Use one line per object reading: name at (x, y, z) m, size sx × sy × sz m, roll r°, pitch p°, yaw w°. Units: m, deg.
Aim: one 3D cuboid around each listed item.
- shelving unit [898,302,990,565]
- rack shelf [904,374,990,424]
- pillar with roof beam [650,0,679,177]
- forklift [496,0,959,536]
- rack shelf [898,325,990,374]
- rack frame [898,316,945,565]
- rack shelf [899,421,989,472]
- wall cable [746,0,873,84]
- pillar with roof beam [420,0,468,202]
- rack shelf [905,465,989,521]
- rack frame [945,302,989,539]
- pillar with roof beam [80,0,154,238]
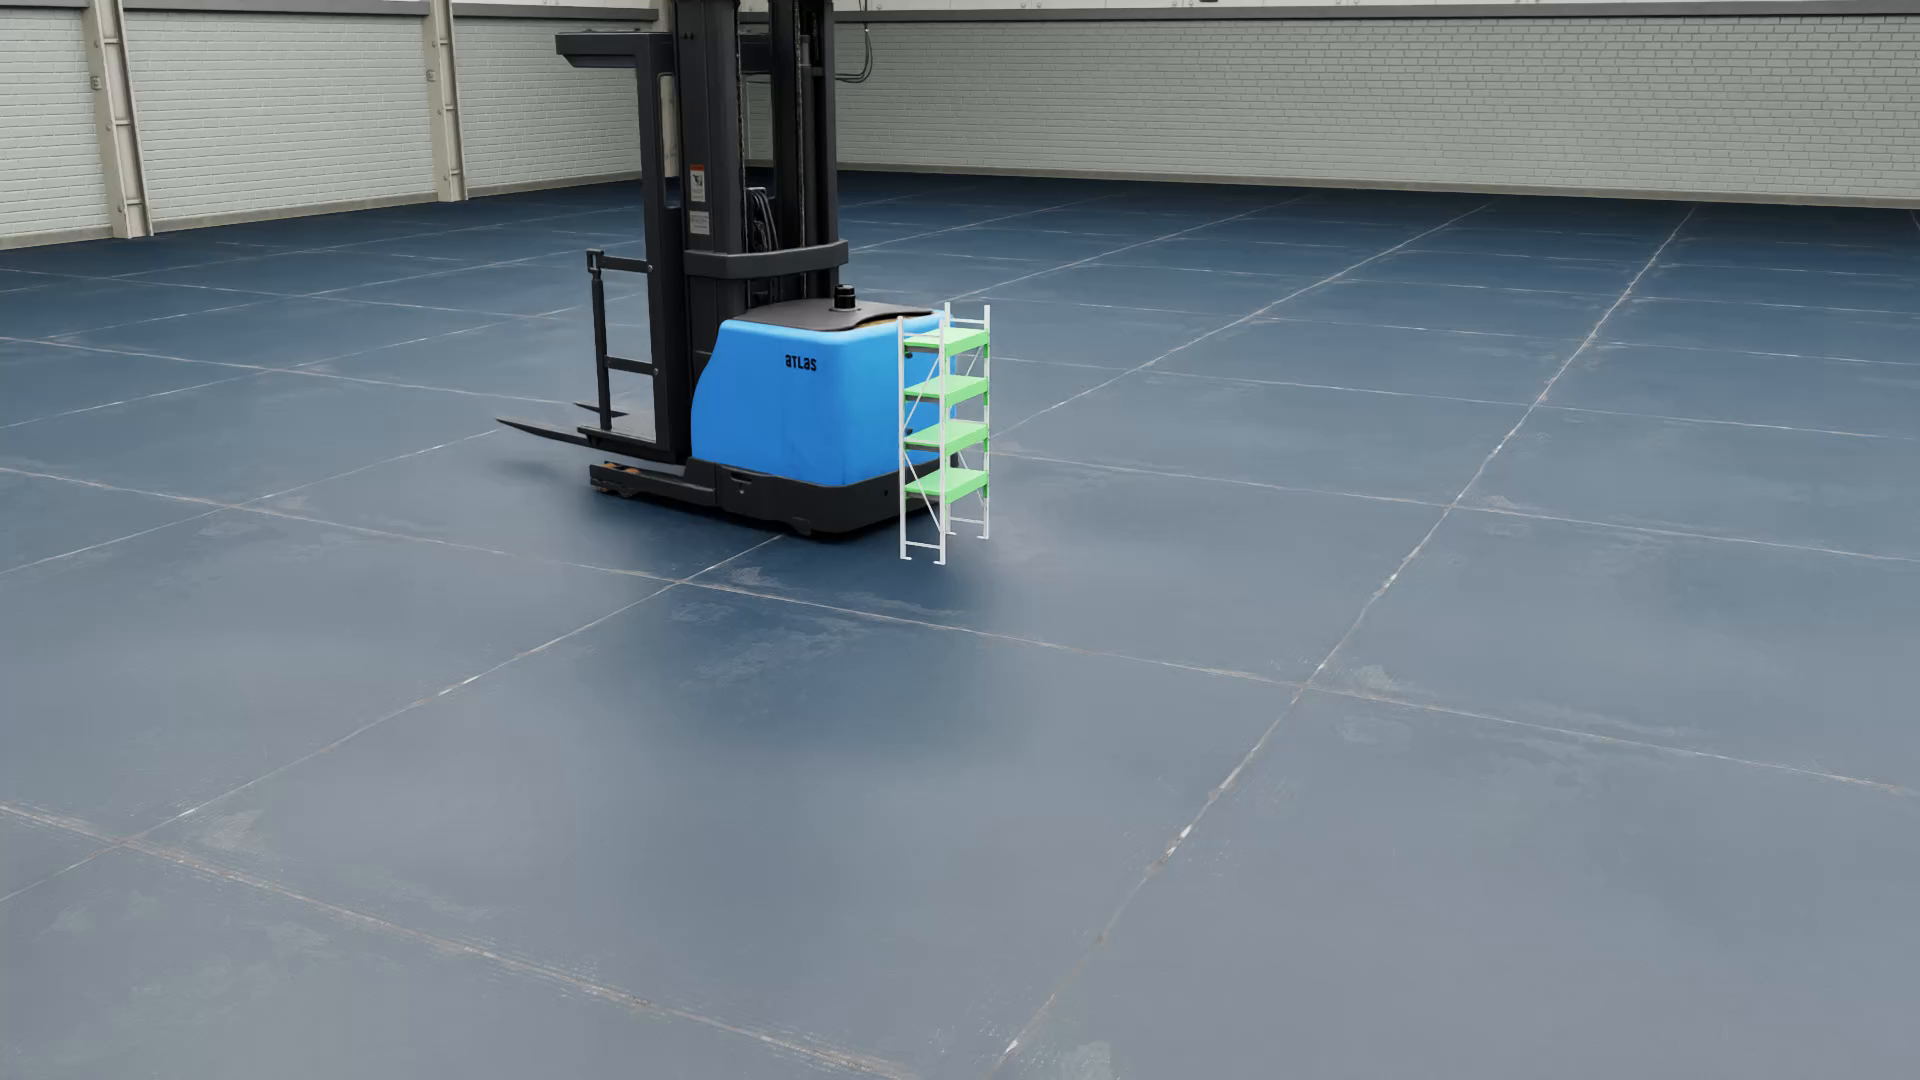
shelving unit at (-0.074, -0.533, 8.212) m, size 0.258 × 1.200 × 0.503 m, roll 8°, pitch 18°, yaw 25°
rack shelf at (-0.074, -0.702, 8.161) m, size 0.258 × 0.148 × 0.480 m, roll 8°, pitch 18°, yaw 25°
pillar with roof beam at (-1.789, -10.864, 29.297) m, size 9.100 × 9.000 × 0.400 m, roll 8°, pitch 18°, yaw 25°
forklift at (-1.474, -1.745, 9.252) m, size 3.031 × 2.935 × 1.130 m, roll 13°, pitch 21°, yaw 37°
rack shelf at (-0.074, -0.932, 8.093) m, size 0.258 × 0.148 × 0.480 m, roll 8°, pitch 18°, yaw 25°
rack frame at (-0.183, -0.471, 8.002) m, size 0.240 × 1.200 × 0.015 m, roll 8°, pitch 18°, yaw 25°
rack shelf at (-0.074, -0.472, 8.230) m, size 0.258 × 0.148 × 0.480 m, roll 8°, pitch 18°, yaw 25°
wall cable at (-3.141, -10.505, 33.543) m, size 3.097 × 2.526 × 0.112 m, roll 8°, pitch 18°, yaw 25°
pillar with roof beam at (-4.470, -9.336, 24.151) m, size 9.100 × 9.000 × 0.400 m, roll 8°, pitch 18°, yaw 25°
rack shelf at (-0.074, -0.242, 8.298) m, size 0.258 × 0.148 × 0.480 m, roll 8°, pitch 18°, yaw 25°
rack frame at (0.035, -0.595, 8.421) m, size 0.240 × 1.200 × 0.015 m, roll 8°, pitch 18°, yaw 25°
pillar with roof beam at (-7.151, -7.807, 19.006) m, size 9.100 × 9.000 × 0.400 m, roll 8°, pitch 18°, yaw 25°
